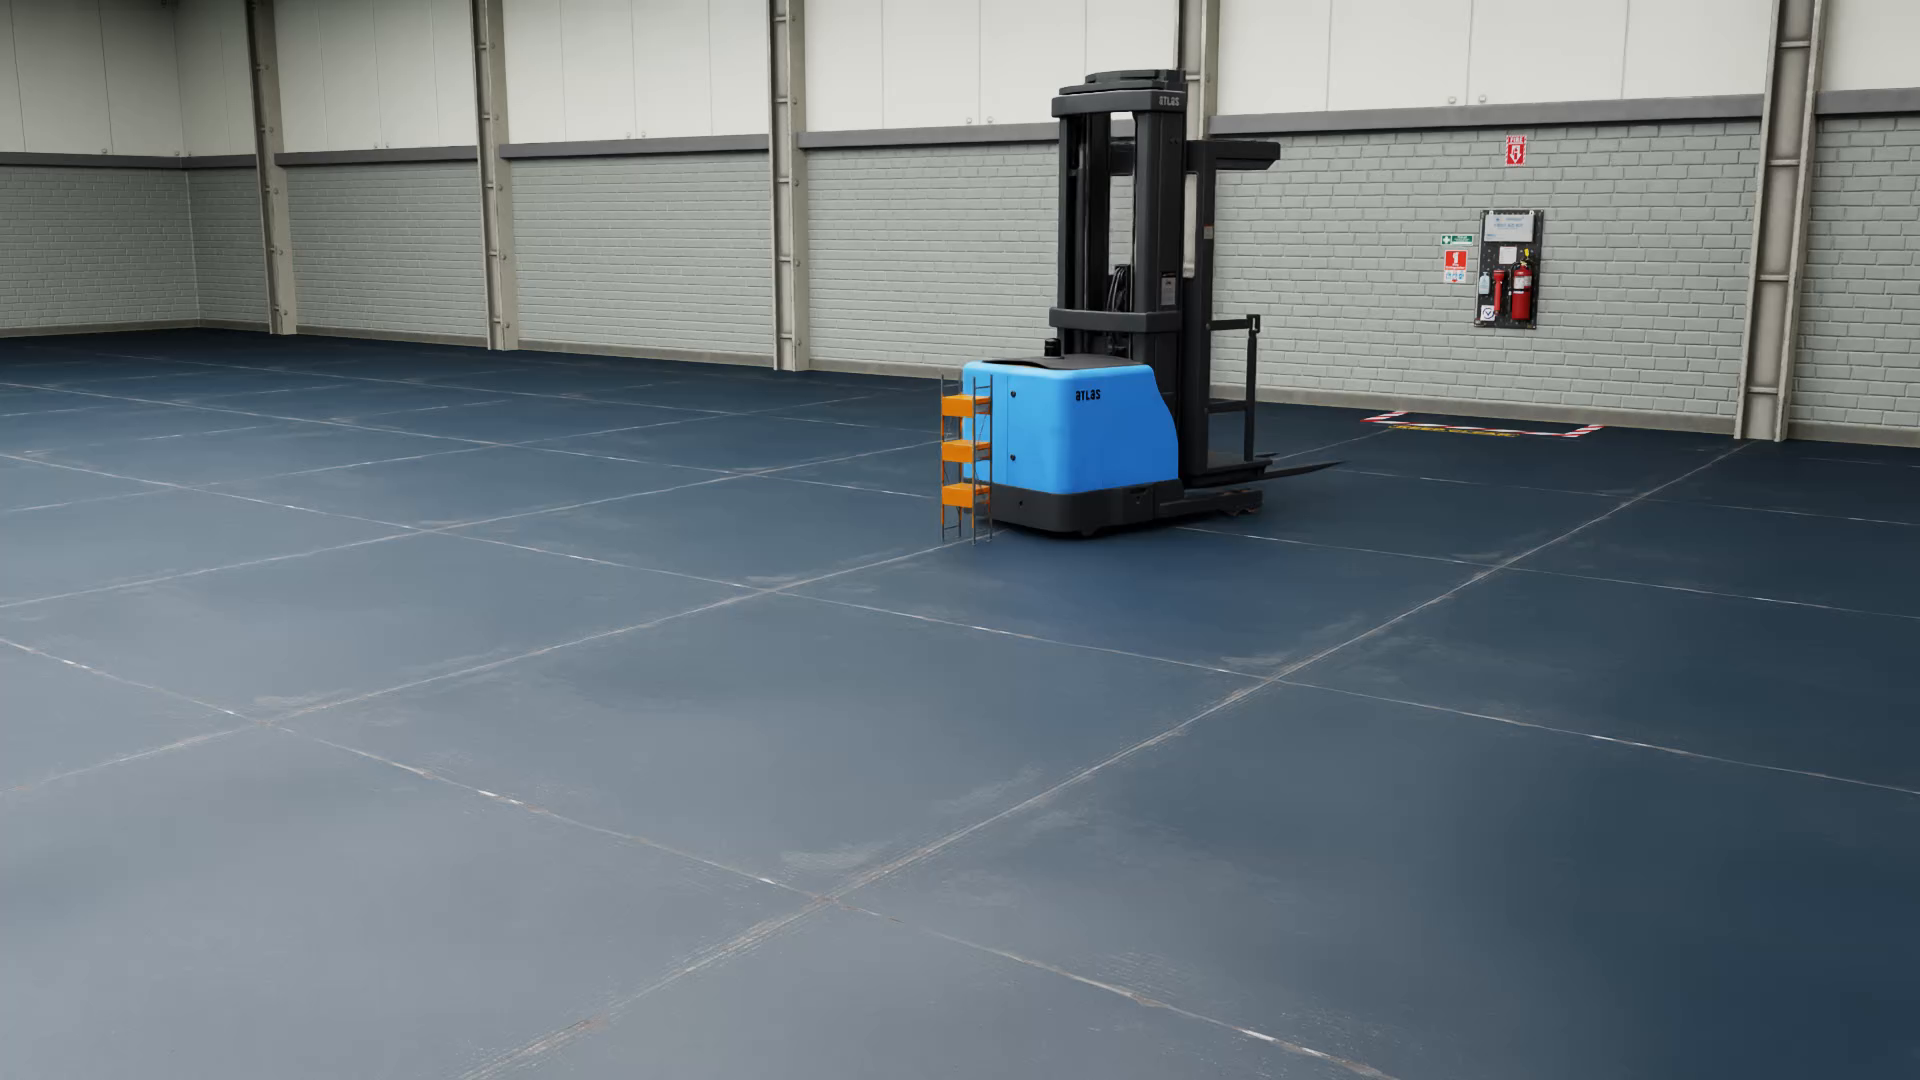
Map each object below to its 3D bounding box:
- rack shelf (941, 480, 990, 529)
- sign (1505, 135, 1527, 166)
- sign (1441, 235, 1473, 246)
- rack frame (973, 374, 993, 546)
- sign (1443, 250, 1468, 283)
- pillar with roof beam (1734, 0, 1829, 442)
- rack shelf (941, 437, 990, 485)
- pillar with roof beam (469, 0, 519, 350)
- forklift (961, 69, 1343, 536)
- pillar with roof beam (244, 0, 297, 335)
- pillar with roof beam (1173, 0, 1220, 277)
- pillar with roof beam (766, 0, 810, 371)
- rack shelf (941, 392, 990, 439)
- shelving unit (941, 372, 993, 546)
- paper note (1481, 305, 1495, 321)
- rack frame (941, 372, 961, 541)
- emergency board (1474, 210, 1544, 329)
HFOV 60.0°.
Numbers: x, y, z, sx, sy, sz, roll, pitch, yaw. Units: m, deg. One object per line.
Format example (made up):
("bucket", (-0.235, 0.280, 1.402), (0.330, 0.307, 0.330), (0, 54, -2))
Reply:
("rack shelf", (0.043, -0.226, 10.454), (0.240, 0.259, 0.215), (8, 13, 36))
("sign", (5.497, -3.853, 16.446), (0.199, 0.298, 0.001), (8, 13, 36))
("sign", (5.058, -3.053, 16.922), (0.331, 0.109, 0.001), (8, 13, 36))
("rack frame", (0.141, -0.496, 10.328), (0.008, 1.050, 0.200), (8, 13, 36))
("sign", (5.060, -2.794, 16.982), (0.234, 0.329, 0.001), (8, 13, 36))
("pillar with roof beam", (4.866, -4.701, 11.140), (0.400, 9.000, 9.100), (8, 13, 36))
("rack shelf", (0.043, -0.499, 10.401), (0.240, 0.259, 0.215), (8, 13, 36))
("pillar with roof beam", (-9.642, -6.725, 21.600), (0.400, 9.000, 9.100), (8, 13, 36))
("forklift", (1.466, -1.668, 11.434), (3.031, 2.935, 1.130), (-9, 14, -39))
("pillar with roof beam", (-14.478, -7.400, 25.087), (0.400, 9.000, 9.100), (8, 13, 36))
("pillar with roof beam", (0.030, -5.376, 14.627), (0.400, 9.000, 9.100), (8, 13, 36))
("pillar with roof beam", (-4.806, -6.051, 18.113), (0.400, 9.000, 9.100), (8, 13, 36))
("rack shelf", (0.043, -0.778, 10.347), (0.240, 0.259, 0.215), (8, 13, 36))
("shelving unit", (0.043, -0.509, 10.399), (0.252, 1.050, 0.215), (8, 13, 36))
("paper note", (5.343, -2.297, 16.824), (0.142, 0.148, 0.016), (8, 13, 36))
("rack frame", (-0.055, -0.523, 10.470), (0.008, 1.050, 0.200), (8, 13, 36))
("emergency board", (5.445, -2.699, 16.583), (0.643, 1.169, 0.194), (8, 13, 36))
